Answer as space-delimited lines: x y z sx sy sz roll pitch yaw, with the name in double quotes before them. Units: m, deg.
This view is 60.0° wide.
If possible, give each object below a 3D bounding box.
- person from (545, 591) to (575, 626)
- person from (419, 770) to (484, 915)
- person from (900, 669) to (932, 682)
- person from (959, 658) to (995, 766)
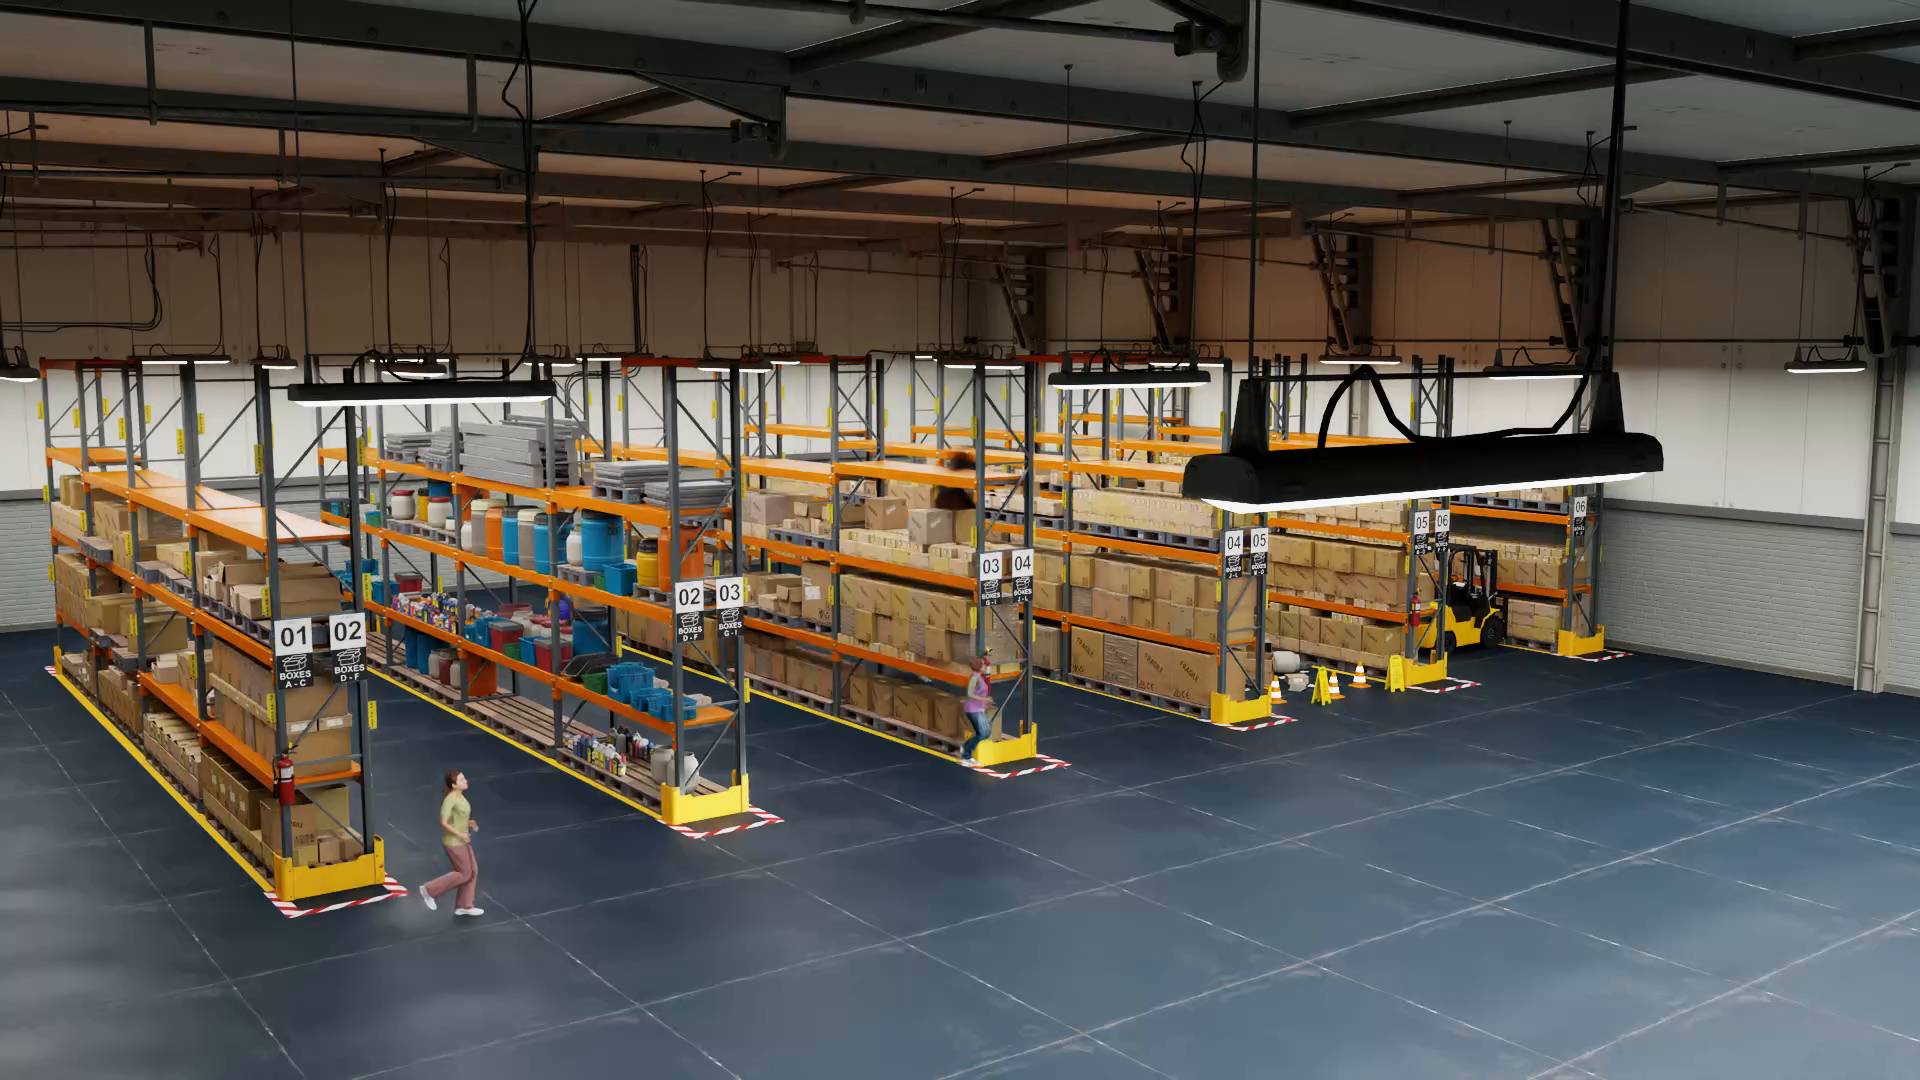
"person" -7.667 1.683 32.030 0.585 1.650 0.727 -6 9 -39
"person" -5.611 3.337 18.333 0.658 1.646 0.581 -1 7 -8
"person" -0.869 1.697 30.961 0.992 1.782 0.679 6 9 43
"person" 0.267 2.447 23.786 0.542 1.543 0.557 2 7 16
